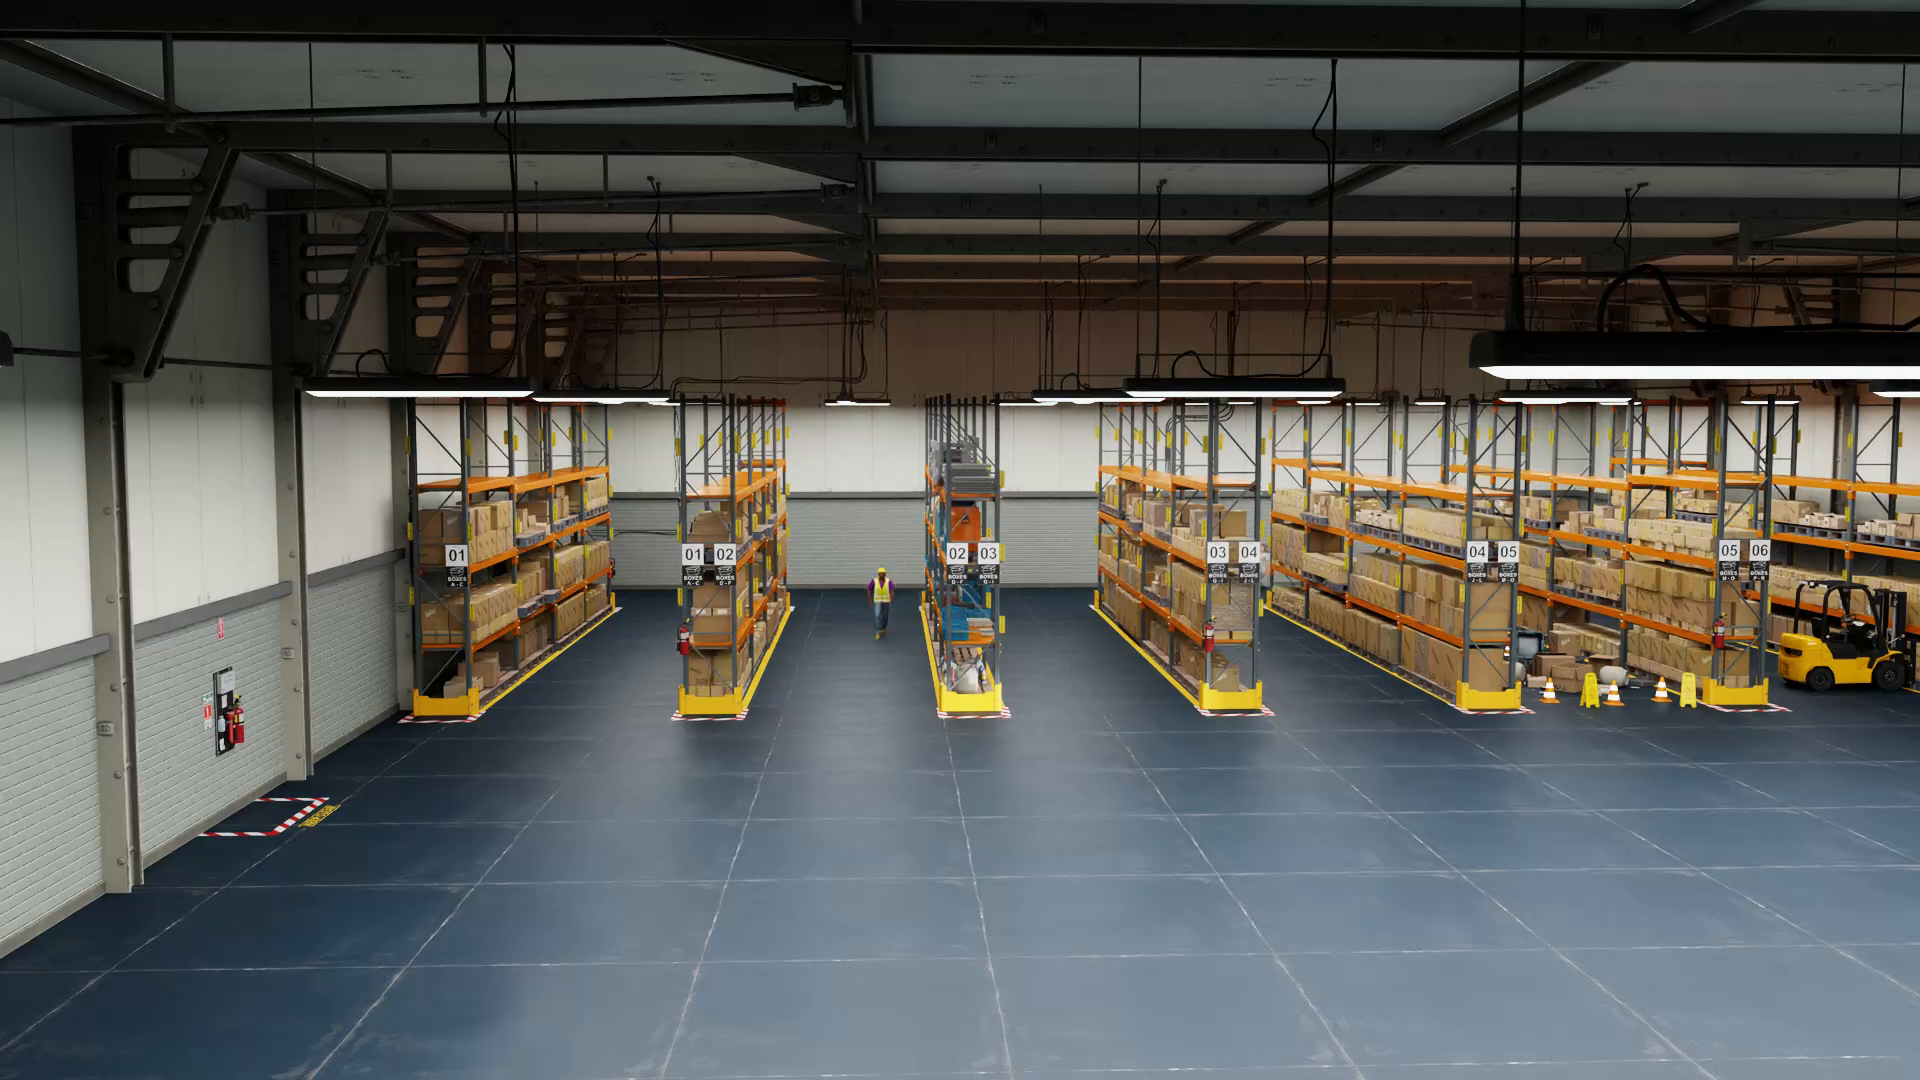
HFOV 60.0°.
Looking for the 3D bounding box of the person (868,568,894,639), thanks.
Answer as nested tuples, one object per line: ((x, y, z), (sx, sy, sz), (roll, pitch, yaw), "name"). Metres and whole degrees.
((-1.986, 1.580, 41.755), (0.660, 1.770, 0.953), (0, 5, -1), "person")

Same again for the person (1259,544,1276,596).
((9.160, 0.936, 50.065), (0.884, 1.637, 0.460), (-1, 5, -11), "person")
